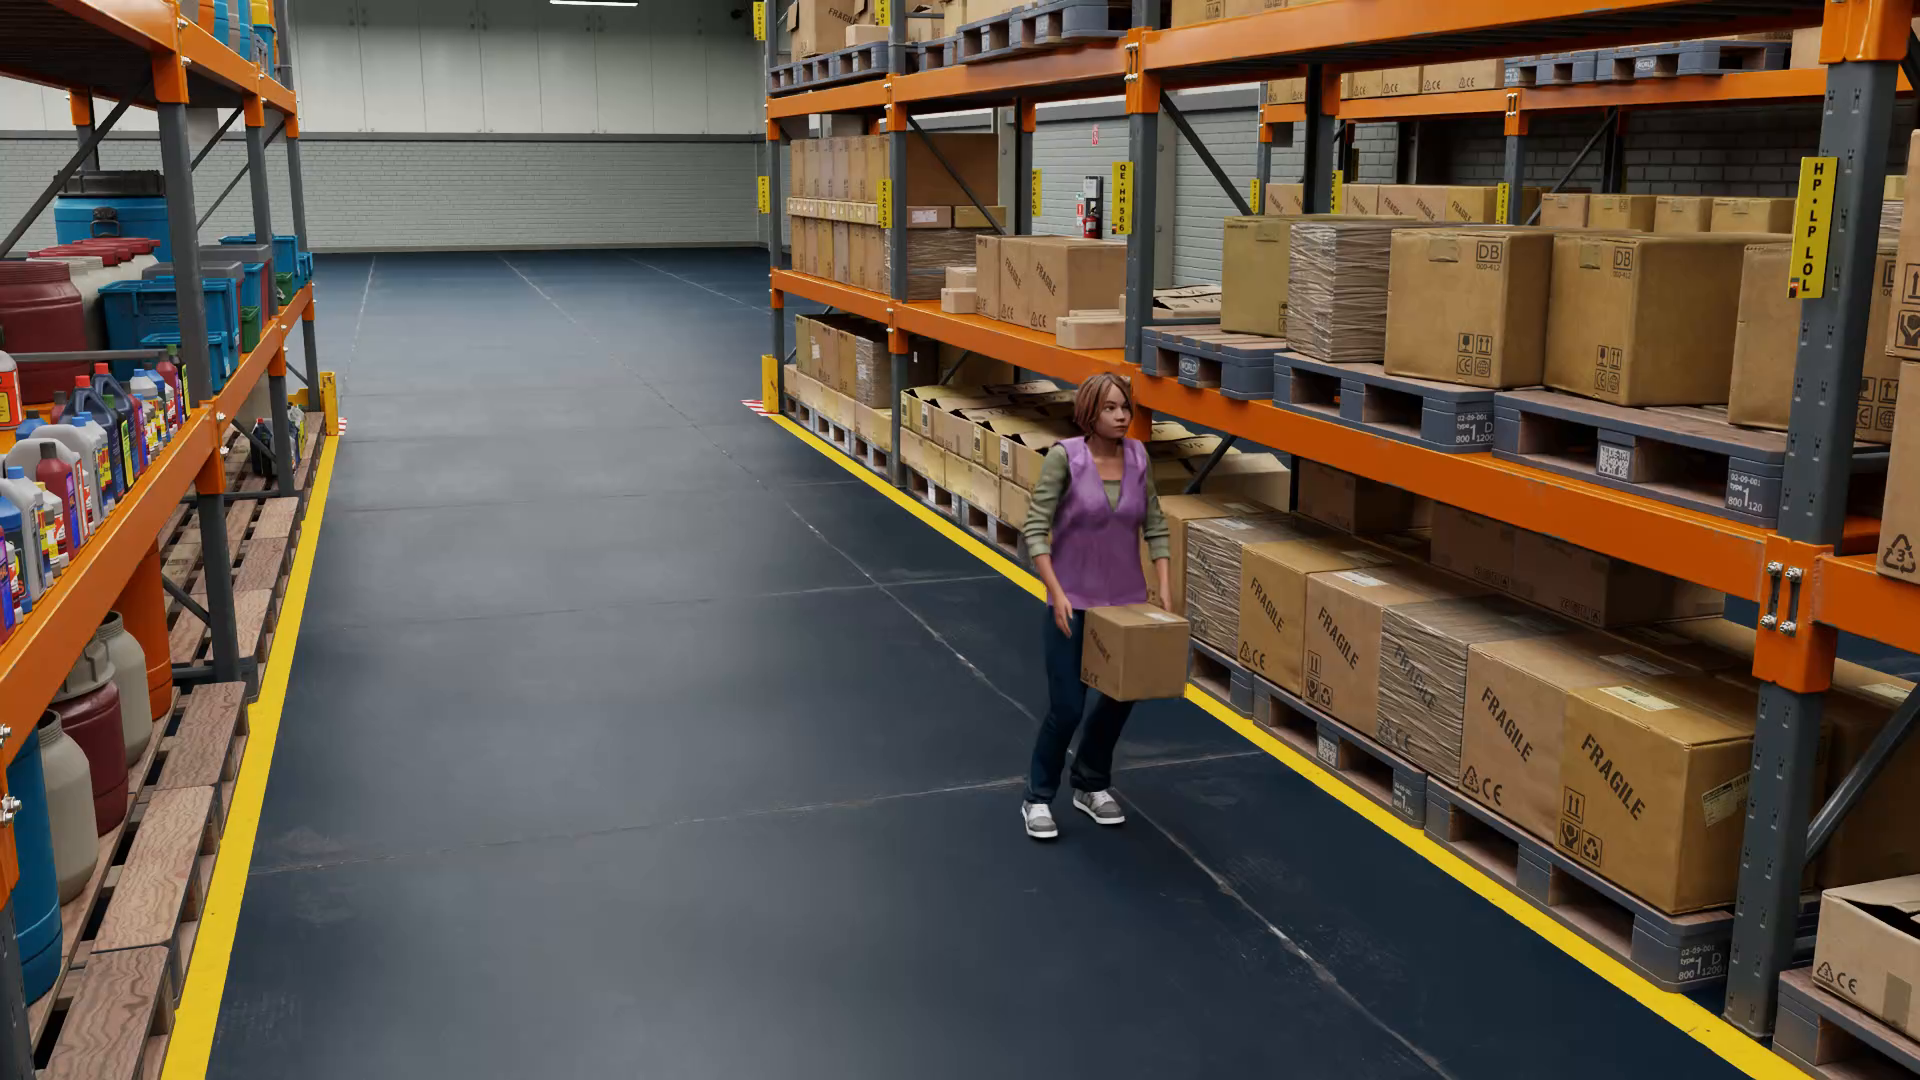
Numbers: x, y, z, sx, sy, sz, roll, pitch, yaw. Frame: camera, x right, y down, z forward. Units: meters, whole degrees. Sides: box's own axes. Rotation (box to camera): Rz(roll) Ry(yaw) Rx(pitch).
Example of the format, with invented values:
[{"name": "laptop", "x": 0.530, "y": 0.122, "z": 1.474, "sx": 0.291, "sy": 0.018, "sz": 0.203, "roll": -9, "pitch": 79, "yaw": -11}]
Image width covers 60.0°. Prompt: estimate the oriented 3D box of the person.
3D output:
[{"name": "person", "x": 0.460, "y": 0.216, "z": 5.581, "sx": 0.513, "sy": 1.574, "sz": 0.429, "roll": -5, "pitch": 13, "yaw": -20}]
